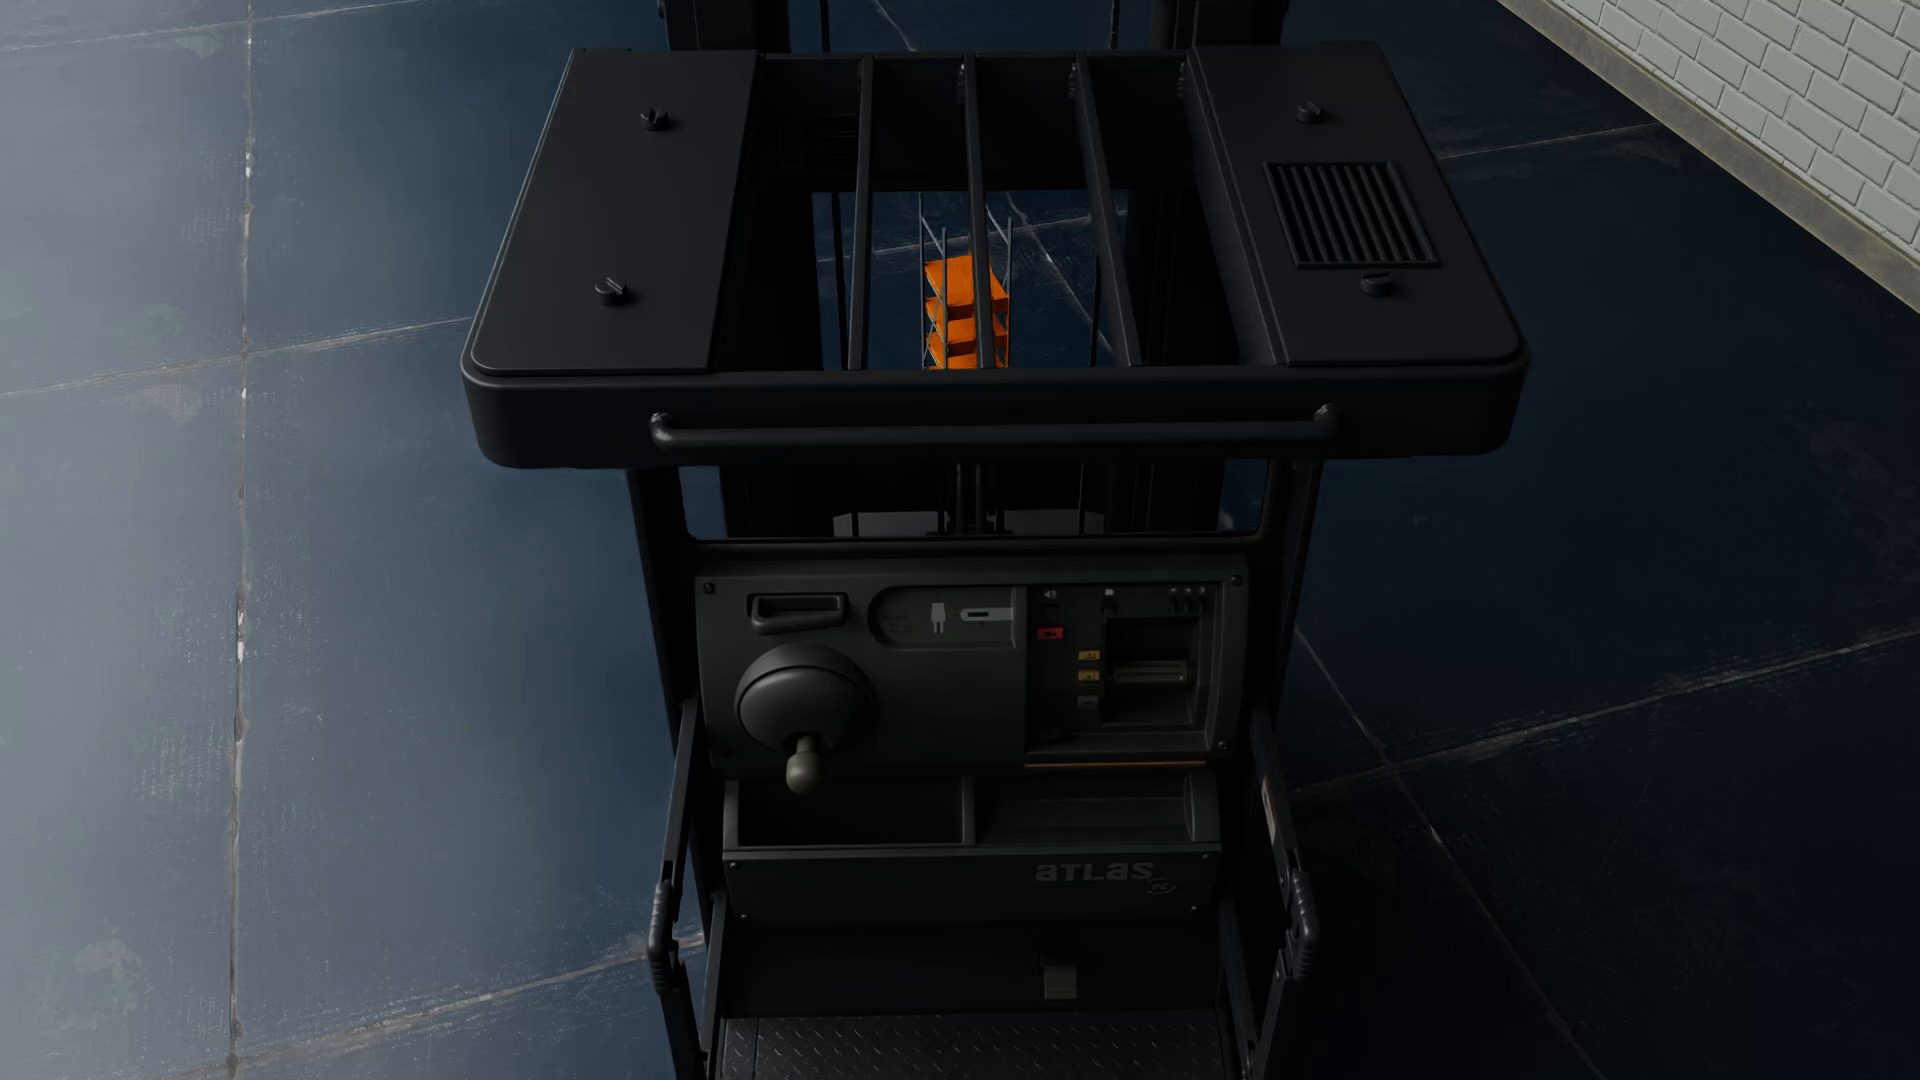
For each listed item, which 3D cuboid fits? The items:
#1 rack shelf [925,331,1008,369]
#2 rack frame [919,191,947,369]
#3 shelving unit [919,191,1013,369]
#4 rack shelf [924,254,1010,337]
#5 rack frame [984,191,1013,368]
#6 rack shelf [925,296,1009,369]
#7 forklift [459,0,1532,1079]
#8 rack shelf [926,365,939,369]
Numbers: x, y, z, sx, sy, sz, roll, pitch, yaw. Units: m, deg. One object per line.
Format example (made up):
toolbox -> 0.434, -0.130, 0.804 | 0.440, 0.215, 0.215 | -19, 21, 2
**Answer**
rack shelf -> 0.014, -0.512, 4.809 | 0.180, 0.103, 0.258 | -12, 42, -13
rack frame -> -0.073, -0.437, 4.838 | 0.006, 1.200, 0.240 | -12, 42, -13
shelving unit -> 0.014, -0.455, 4.859 | 0.189, 1.200, 0.258 | -12, 42, -13
rack shelf -> 0.014, -0.692, 4.651 | 0.180, 0.103, 0.258 | -12, 42, -13
rack frame -> 0.101, -0.473, 4.879 | 0.006, 1.200, 0.240 | -12, 42, -13
rack shelf -> 0.014, -0.602, 4.730 | 0.180, 0.103, 0.258 | -12, 42, -13
forklift -> 0.030, 0.309, 2.669 | 1.130, 2.935, 3.031 | -1, 41, -1
rack shelf -> 0.014, -0.421, 4.888 | 0.180, 0.103, 0.258 | -12, 42, -13
